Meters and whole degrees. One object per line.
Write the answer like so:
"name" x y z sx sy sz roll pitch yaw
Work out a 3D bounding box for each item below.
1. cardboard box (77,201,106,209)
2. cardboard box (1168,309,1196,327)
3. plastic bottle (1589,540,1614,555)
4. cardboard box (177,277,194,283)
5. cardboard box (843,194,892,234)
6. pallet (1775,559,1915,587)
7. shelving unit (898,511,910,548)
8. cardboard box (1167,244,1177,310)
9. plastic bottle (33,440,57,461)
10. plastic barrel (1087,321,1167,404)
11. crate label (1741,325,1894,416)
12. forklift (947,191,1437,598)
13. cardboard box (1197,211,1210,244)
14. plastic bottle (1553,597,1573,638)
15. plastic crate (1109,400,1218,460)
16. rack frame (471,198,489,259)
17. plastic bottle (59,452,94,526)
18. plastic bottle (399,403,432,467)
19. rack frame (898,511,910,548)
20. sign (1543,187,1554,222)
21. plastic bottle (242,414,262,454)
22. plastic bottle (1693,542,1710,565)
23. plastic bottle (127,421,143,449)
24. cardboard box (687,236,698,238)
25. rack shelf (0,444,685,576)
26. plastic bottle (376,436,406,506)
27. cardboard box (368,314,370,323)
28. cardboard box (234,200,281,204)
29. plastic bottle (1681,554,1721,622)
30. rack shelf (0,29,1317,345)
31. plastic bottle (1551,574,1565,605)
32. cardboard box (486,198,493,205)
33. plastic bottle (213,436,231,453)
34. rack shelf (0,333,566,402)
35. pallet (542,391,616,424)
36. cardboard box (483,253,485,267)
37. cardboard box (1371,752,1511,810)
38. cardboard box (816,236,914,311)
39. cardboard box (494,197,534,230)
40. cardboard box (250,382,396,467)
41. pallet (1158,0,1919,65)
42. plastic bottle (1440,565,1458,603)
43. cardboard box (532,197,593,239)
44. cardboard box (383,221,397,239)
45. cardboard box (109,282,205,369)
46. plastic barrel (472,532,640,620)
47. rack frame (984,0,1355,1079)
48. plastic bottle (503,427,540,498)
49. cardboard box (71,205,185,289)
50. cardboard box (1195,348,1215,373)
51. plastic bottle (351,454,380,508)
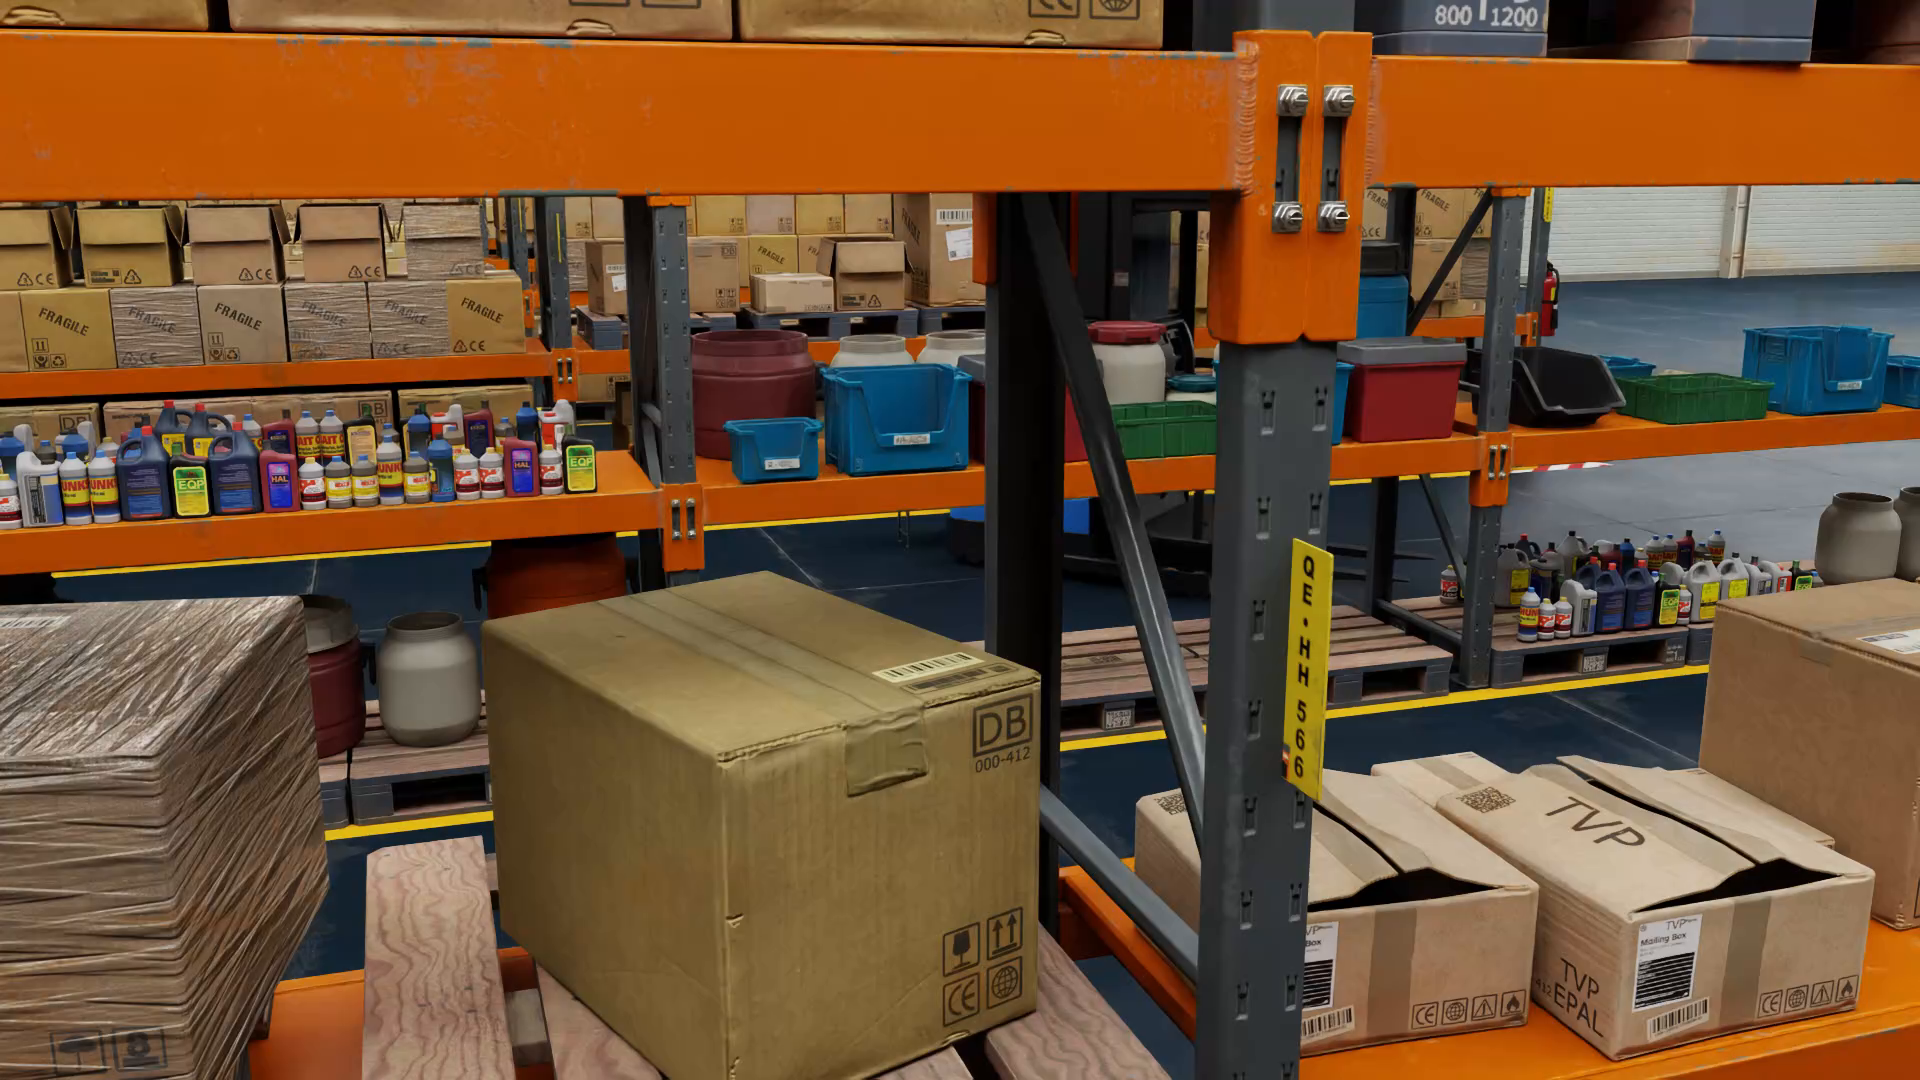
"cardboard box" -10.206 -3.919 19.259 0.500 0.500 0.500 -5 14 -19
"cardboard box" 1.665 -1.764 13.119 0.250 0.149 0.380 -4 14 -18
"plastic bottle" 3.638 0.141 9.501 0.135 0.276 0.152 -4 14 -17
"cardboard box" -5.365 -1.524 11.351 0.500 0.500 0.500 -5 14 -19
"cardboard box" -1.058 -3.488 17.450 0.500 0.500 0.700 -5 14 -19
"pallet" 5.438 0.326 9.815 1.213 0.211 1.003 -4 14 -18
"shelving unit" -0.157 -0.571 11.453 0.503 1.200 0.258 -4 14 -18
"cardboard box" 1.343 -2.109 13.168 0.500 0.500 0.875 -4 14 -18
"plastic bottle" -3.783 -0.311 6.899 0.097 0.201 0.097 0 13 0
"plastic barrel" 0.804 -0.799 8.227 0.433 0.535 0.433 0 13 0
"crate label" 4.609 -0.927 8.982 0.616 0.435 0.502 -4 14 -18
"forklift" 1.454 -1.209 10.393 3.031 2.935 1.130 7 15 28
"cardboard box" 1.877 -2.591 13.032 0.500 0.500 0.500 -4 14 -18
"plastic bottle" 3.111 0.395 8.596 0.097 0.201 0.097 0 13 0
"plastic crate" 0.916 -0.516 7.789 0.662 0.188 0.450 -4 14 -18
"rack frame" -6.055 -3.774 21.028 0.127 3.000 1.000 -4 14 -18
"plastic bottle" -3.330 -0.195 6.260 0.097 0.271 0.097 0 13 0
"plastic bottle" -2.408 -0.463 7.358 0.133 0.283 0.061 -4 14 -18
"rack frame" -0.388 -0.553 11.377 0.015 1.200 0.240 -4 14 -18
"sign" 4.846 -2.785 13.684 0.005 0.325 0.100 -4 14 -18
"plastic bottle" -3.041 -0.403 7.133 0.097 0.271 0.097 0 13 0
"plastic bottle" 4.351 0.115 9.772 0.097 0.201 0.097 0 13 0
"plastic bottle" -3.417 -0.359 6.948 0.097 0.271 0.097 0 13 0
"cardboard box" -2.910 -2.794 16.691 0.500 0.500 0.500 -4 14 -18
"rack shelf" -3.211 -0.017 6.787 4.000 0.370 1.077 -4 14 -18
"plastic bottle" -2.265 -0.278 6.608 0.097 0.271 0.097 0 13 0
"cardboard box" -7.583 -2.847 20.815 0.875 0.875 0.875 -4 14 -17
"cardboard box" -8.388 -4.064 19.868 0.500 0.500 0.500 -5 14 -19
"plastic bottle" 3.955 0.251 8.879 0.185 0.351 0.144 -5 14 -19
"rack shelf" -1.634 -0.390 1.871 4.000 0.370 1.077 -4 14 -18
"plastic bottle" 3.181 0.317 8.747 0.133 0.283 0.061 -4 14 -18
"cardboard box" -7.246 -5.186 25.345 0.250 0.149 0.380 -4 14 -16
"plastic bottle" -2.867 -0.268 6.539 0.133 0.283 0.061 -4 14 -18
"rack shelf" -4.790 -1.103 11.353 4.000 0.370 1.077 -4 14 -18
"pallet" -3.610 -1.381 16.993 1.213 0.211 1.003 -4 14 -18
"cardboard box" -4.869 -2.789 16.523 0.250 0.149 0.380 -5 14 -19
"cardboard box" 1.026 0.567 3.318 0.250 0.149 0.380 -4 14 -18
"cardboard box" -0.717 -2.002 12.448 0.637 0.503 0.797 -3 14 -12
"cardboard box" -5.555 -4.154 20.860 0.500 0.500 0.500 -5 14 -20
"cardboard box" -4.403 -0.661 11.624 0.875 0.875 1.225 -4 14 -18
"pallet" 0.876 -0.865 2.723 1.003 0.211 1.213 -4 14 -15
"plastic bottle" 2.721 0.242 9.238 0.097 0.201 0.097 0 13 0
"cardboard box" -3.952 -3.262 16.498 0.500 0.500 0.700 -5 14 -18
"cardboard box" -5.620 -3.019 16.203 0.250 0.149 0.380 -5 14 -20
"cardboard box" -5.219 -1.408 10.862 0.500 0.500 0.500 -5 14 -19
"plastic barrel" -1.773 0.377 7.359 0.708 0.830 0.600 -4 14 -18
"rack frame" 0.262 0.573 2.752 0.053 2.616 0.949 -4 14 -18
"plastic bottle" -1.781 -0.317 6.747 0.133 0.283 0.061 -4 14 -18
"cardboard box" -5.429 -1.939 10.930 0.637 0.503 0.797 -4 14 -17
"cardboard box" 2.580 -2.393 18.904 0.875 0.875 0.875 -4 14 -18
"plastic bottle" -2.358 -0.237 6.586 0.097 0.201 0.097 0 13 0
